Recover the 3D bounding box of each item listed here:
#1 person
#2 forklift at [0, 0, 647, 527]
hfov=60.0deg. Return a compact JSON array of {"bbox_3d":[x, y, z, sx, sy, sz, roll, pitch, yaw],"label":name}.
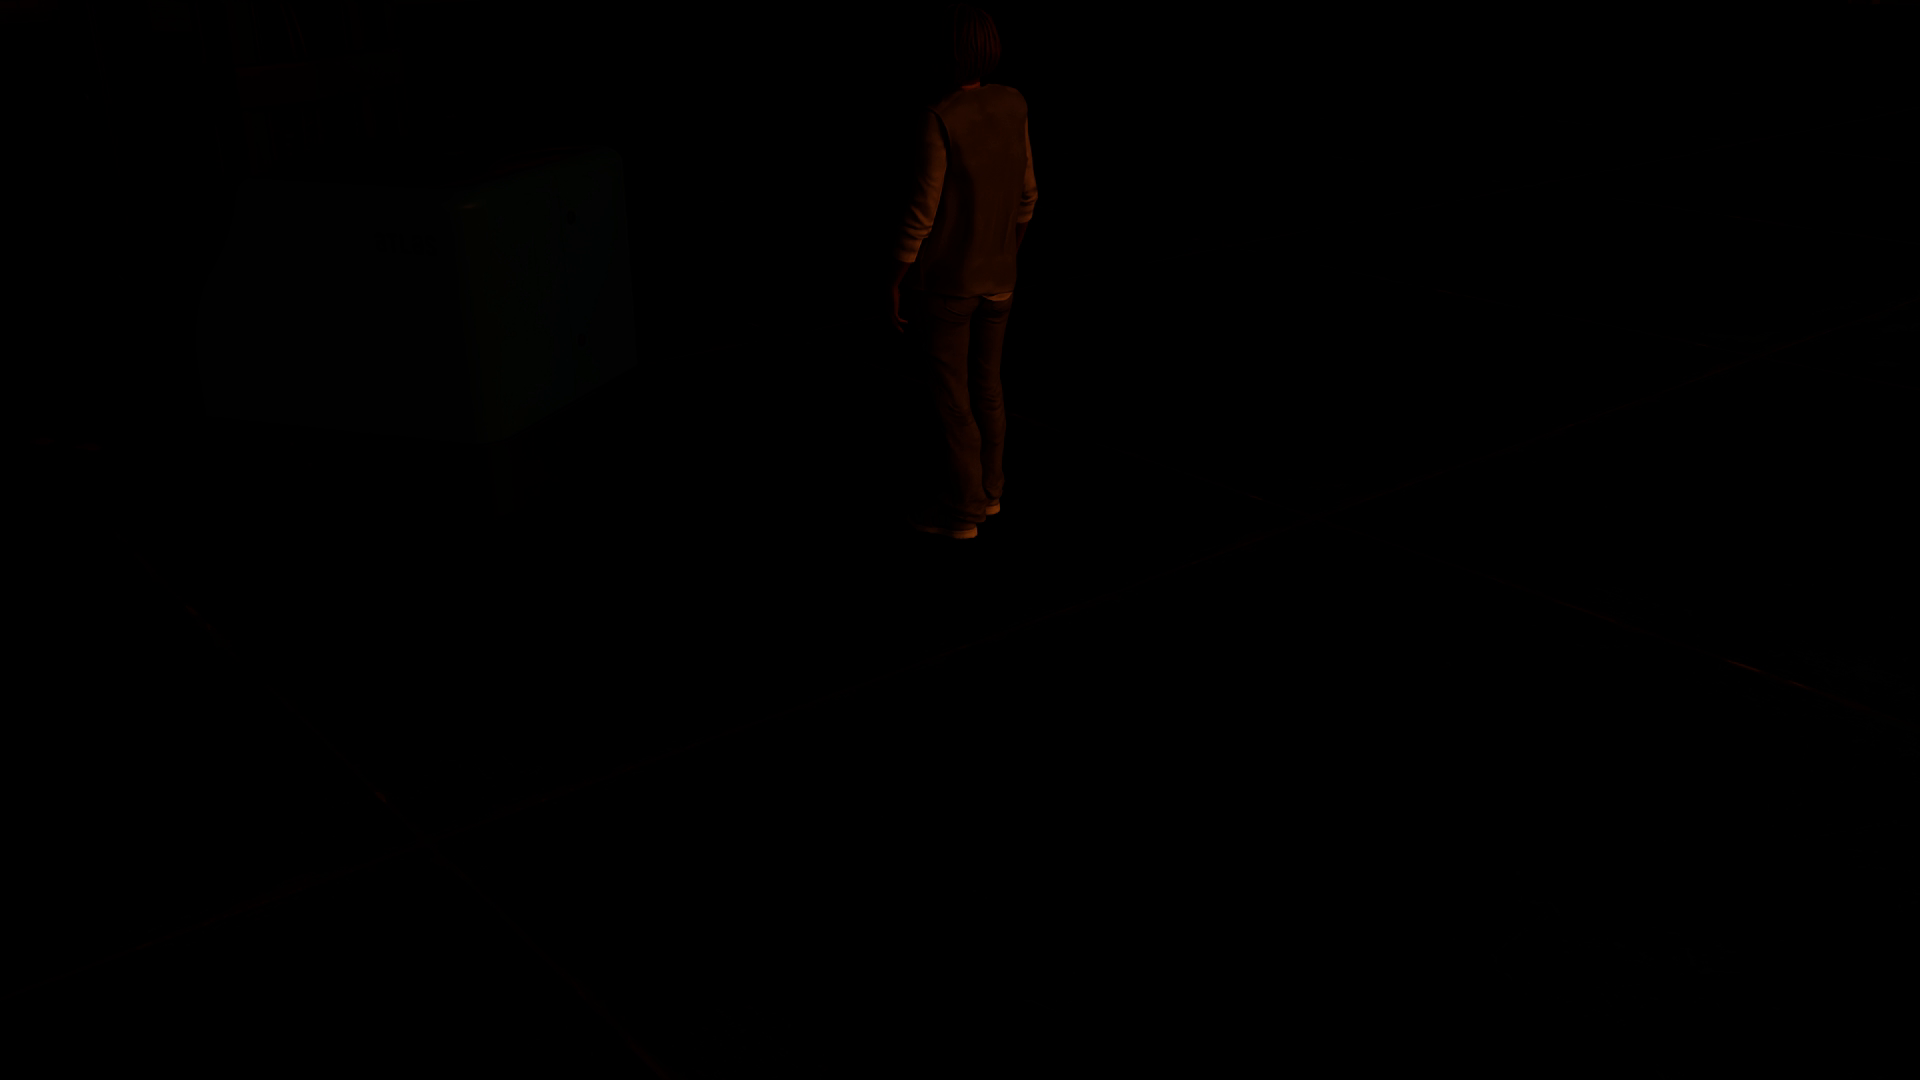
[{"bbox_3d":[-0.037,-0.773,4.953,0.519,1.598,0.474,-17,28,-37],"label":"person"},{"bbox_3d":[-2.708,-1.701,5.498,3.031,2.935,1.130,7,23,16],"label":"forklift"}]
